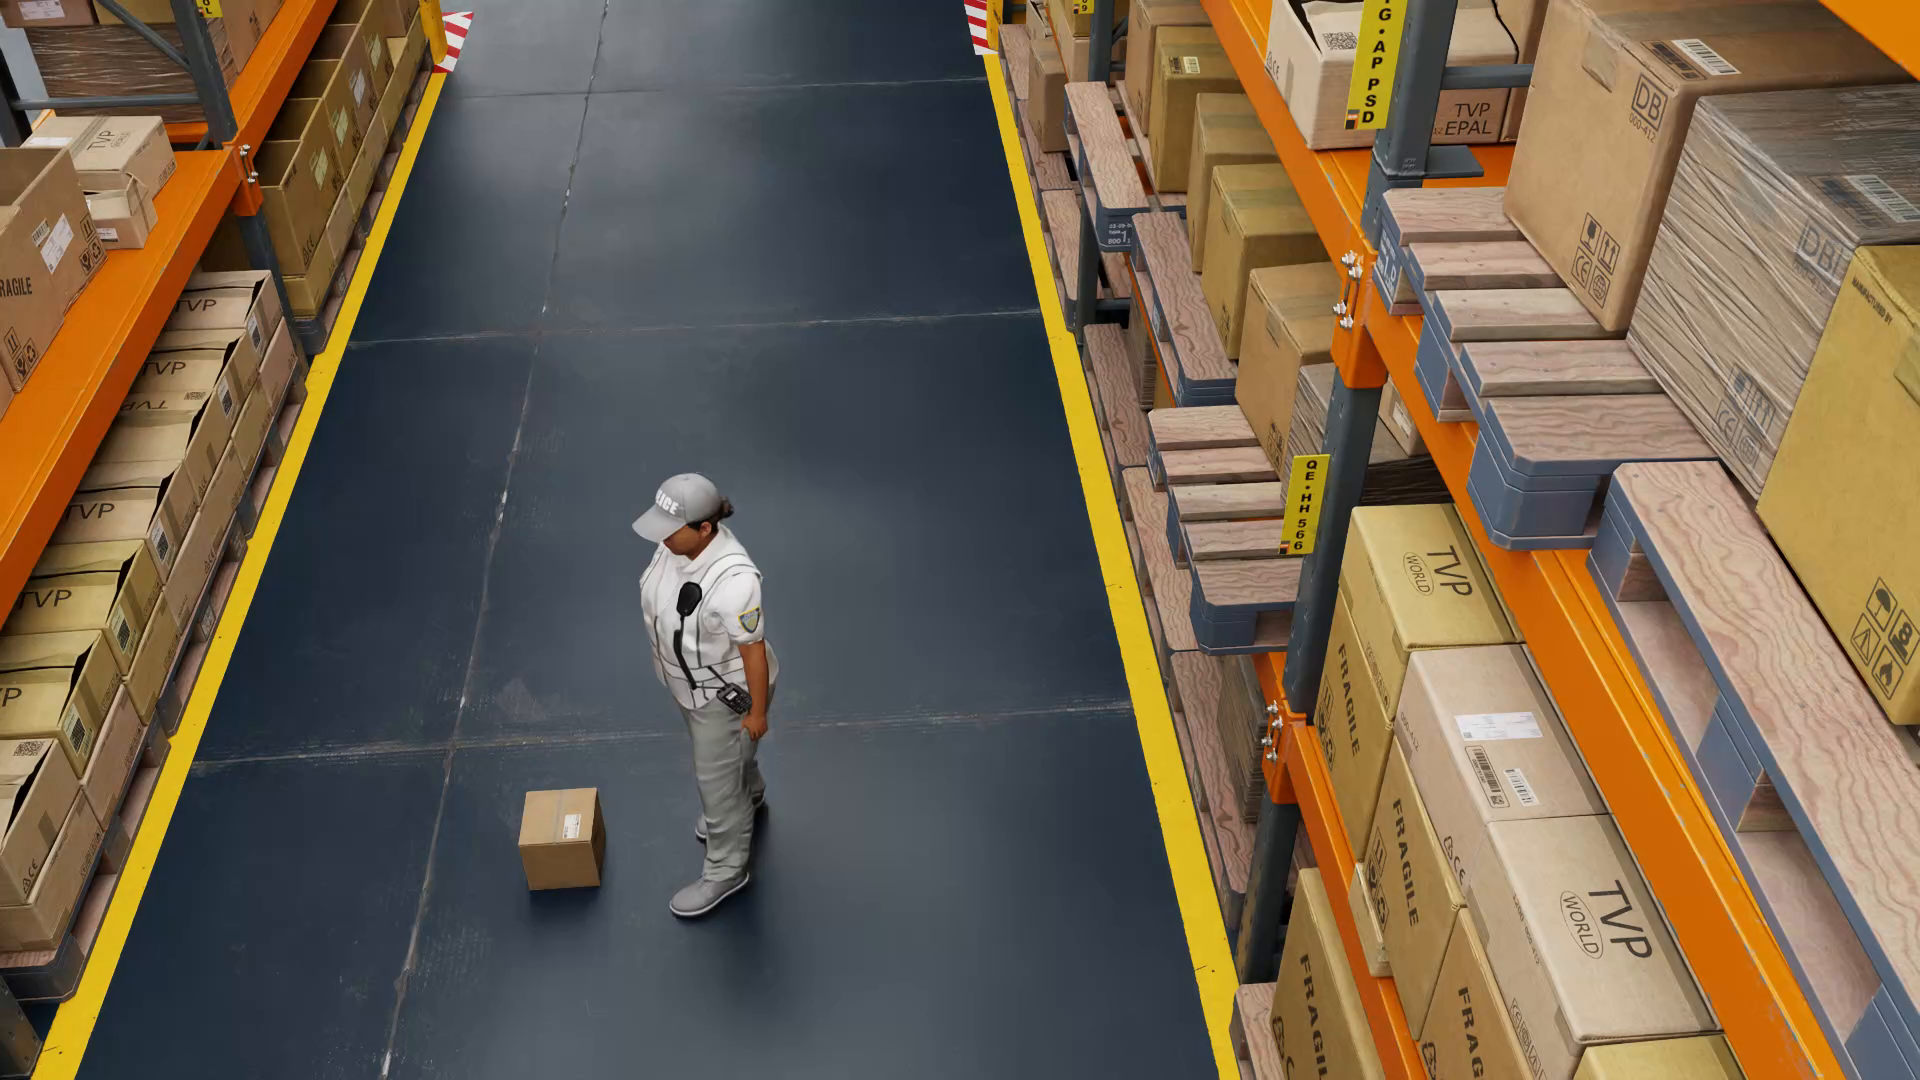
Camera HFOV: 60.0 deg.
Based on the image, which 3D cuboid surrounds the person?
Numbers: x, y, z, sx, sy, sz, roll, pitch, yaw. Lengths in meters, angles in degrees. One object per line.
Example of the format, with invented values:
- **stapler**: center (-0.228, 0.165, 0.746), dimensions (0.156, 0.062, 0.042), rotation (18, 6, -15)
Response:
- **person**: center (-0.890, 0.487, 5.549), dimensions (0.538, 1.663, 0.504), rotation (-24, 45, -26)
